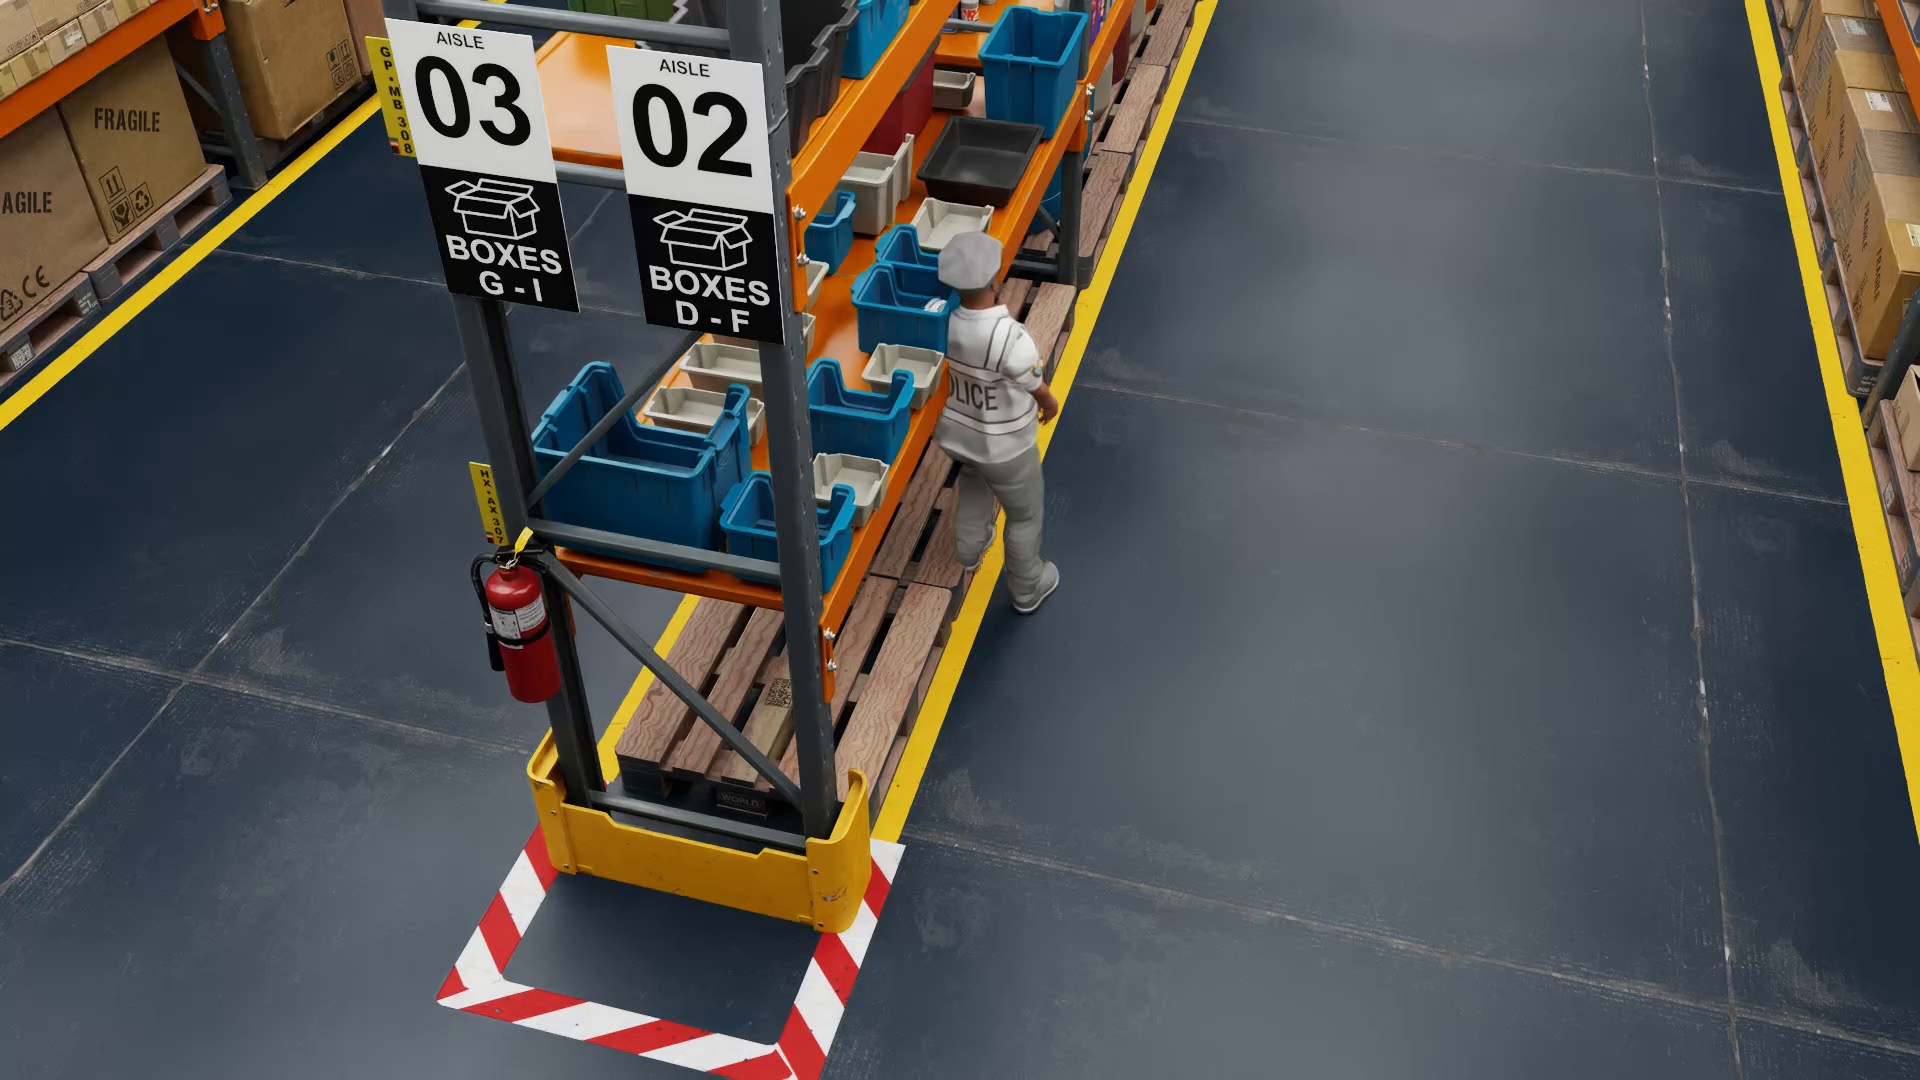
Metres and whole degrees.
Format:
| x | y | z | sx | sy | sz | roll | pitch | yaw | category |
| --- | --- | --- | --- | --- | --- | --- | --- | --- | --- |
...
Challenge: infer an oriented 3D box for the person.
| x | y | z | sx | sy | sz | roll | pitch | yaw | category |
| --- | --- | --- | --- | --- | --- | --- | --- | --- | --- |
| 0.136 | -0.477 | 6.678 | 0.520 | 1.786 | 0.529 | 23 | 46 | 24 | person |
